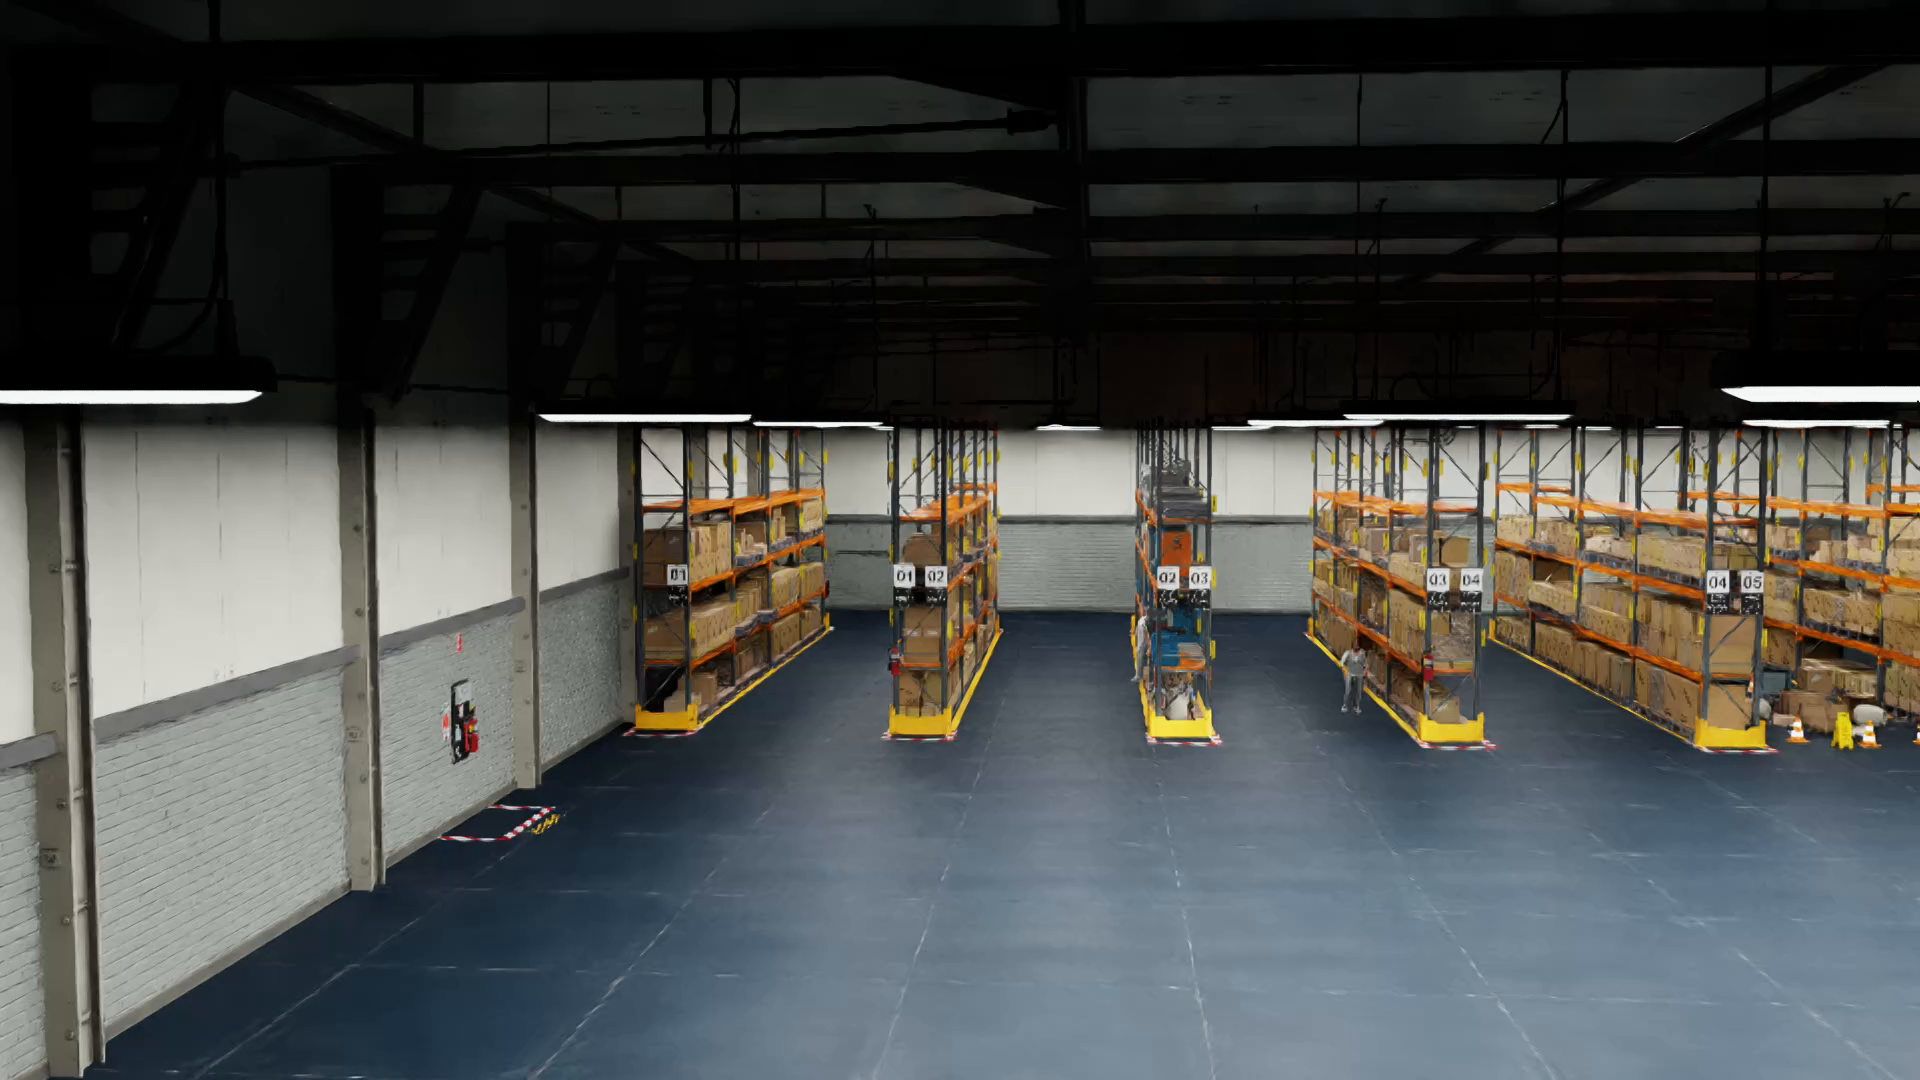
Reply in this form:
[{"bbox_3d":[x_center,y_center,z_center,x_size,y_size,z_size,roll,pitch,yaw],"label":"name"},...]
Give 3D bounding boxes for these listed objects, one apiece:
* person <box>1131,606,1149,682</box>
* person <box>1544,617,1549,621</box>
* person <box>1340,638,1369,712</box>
[{"bbox_3d":[4.308,2.364,37.979,0.633,1.741,1.052,2,4,26],"label":"person"},{"bbox_3d":[17.626,1.607,49.894,0.495,1.600,0.497,3,5,42],"label":"person"},{"bbox_3d":[8.021,2.765,33.855,0.566,1.508,0.516,0,4,2],"label":"person"}]
